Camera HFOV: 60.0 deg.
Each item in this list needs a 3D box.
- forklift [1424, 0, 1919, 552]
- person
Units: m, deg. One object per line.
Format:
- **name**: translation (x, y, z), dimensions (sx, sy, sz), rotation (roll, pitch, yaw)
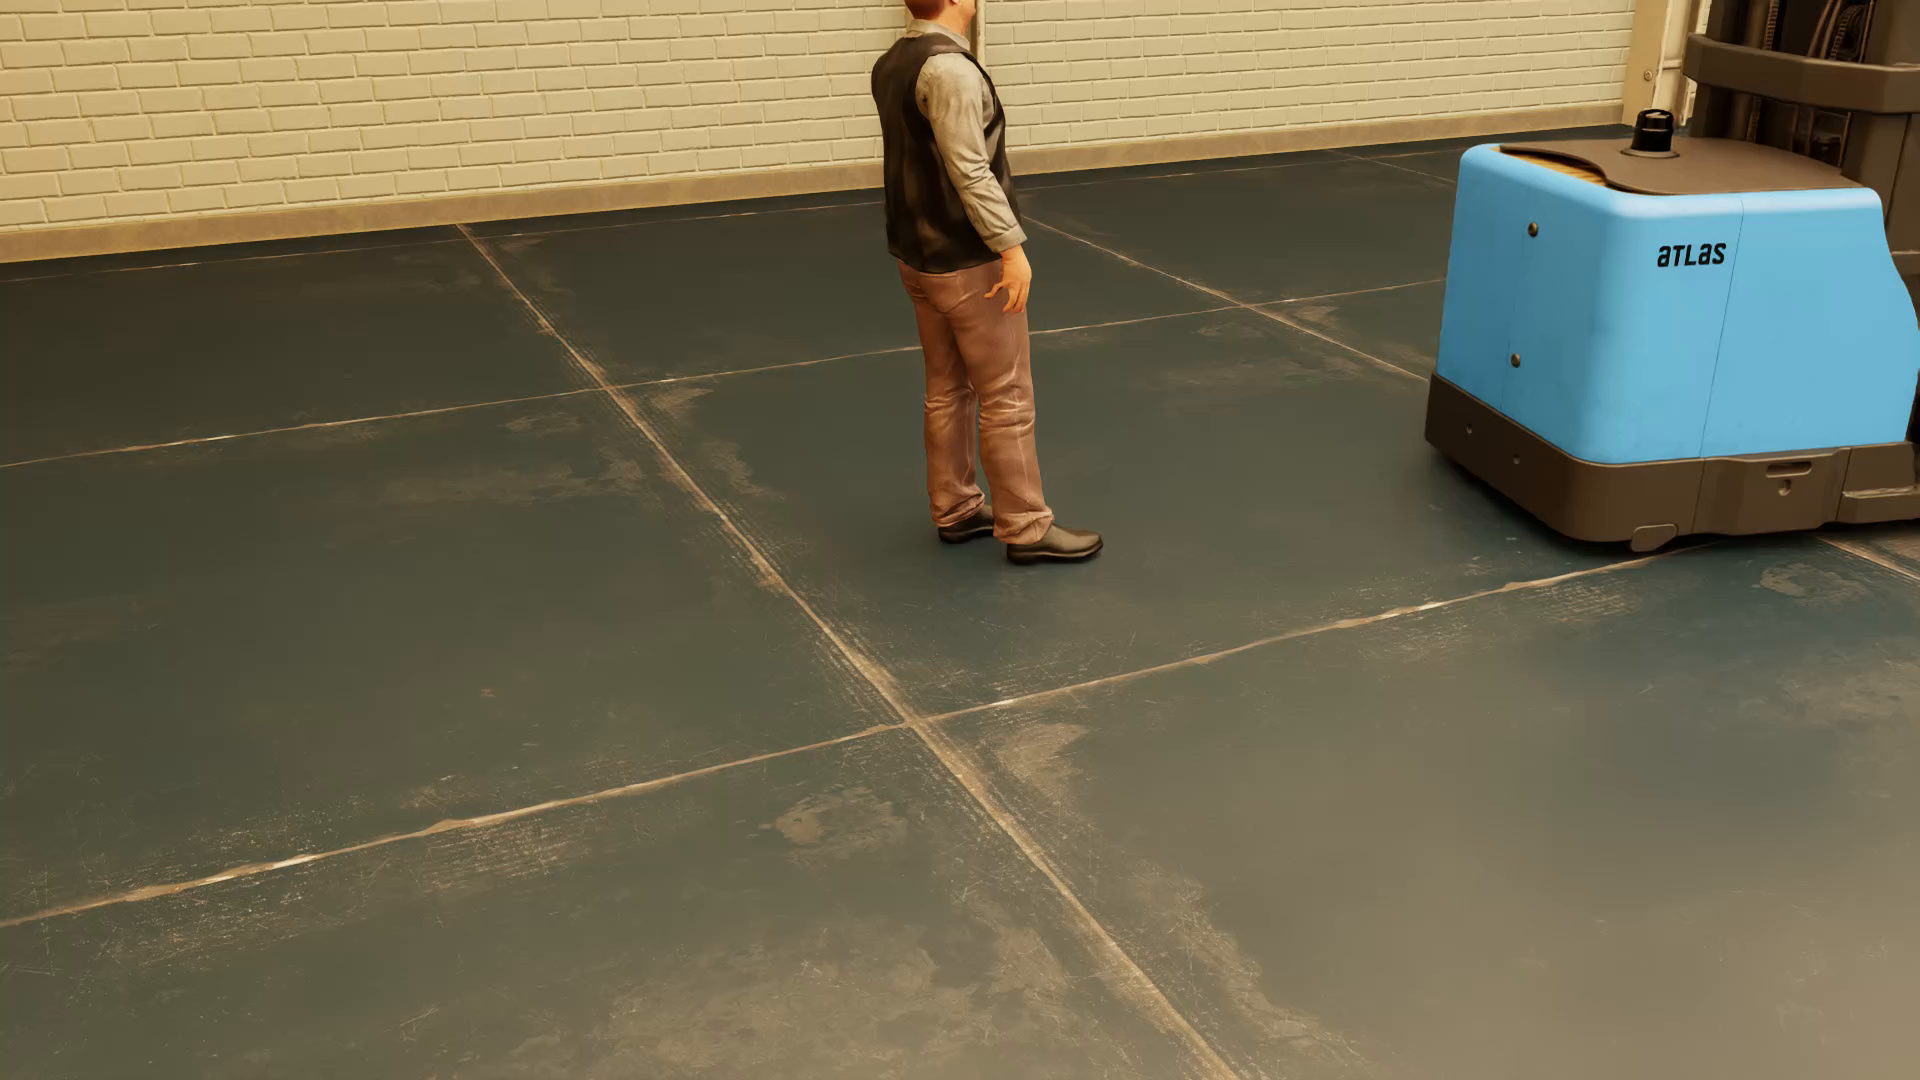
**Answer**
- **forklift**: translation (3.181, -1.590, 5.114), dimensions (3.031, 2.935, 1.130), rotation (-5, 23, -11)
- **person**: translation (0.060, -0.809, 4.792), dimensions (0.566, 1.722, 0.633), rotation (-10, 25, -23)
